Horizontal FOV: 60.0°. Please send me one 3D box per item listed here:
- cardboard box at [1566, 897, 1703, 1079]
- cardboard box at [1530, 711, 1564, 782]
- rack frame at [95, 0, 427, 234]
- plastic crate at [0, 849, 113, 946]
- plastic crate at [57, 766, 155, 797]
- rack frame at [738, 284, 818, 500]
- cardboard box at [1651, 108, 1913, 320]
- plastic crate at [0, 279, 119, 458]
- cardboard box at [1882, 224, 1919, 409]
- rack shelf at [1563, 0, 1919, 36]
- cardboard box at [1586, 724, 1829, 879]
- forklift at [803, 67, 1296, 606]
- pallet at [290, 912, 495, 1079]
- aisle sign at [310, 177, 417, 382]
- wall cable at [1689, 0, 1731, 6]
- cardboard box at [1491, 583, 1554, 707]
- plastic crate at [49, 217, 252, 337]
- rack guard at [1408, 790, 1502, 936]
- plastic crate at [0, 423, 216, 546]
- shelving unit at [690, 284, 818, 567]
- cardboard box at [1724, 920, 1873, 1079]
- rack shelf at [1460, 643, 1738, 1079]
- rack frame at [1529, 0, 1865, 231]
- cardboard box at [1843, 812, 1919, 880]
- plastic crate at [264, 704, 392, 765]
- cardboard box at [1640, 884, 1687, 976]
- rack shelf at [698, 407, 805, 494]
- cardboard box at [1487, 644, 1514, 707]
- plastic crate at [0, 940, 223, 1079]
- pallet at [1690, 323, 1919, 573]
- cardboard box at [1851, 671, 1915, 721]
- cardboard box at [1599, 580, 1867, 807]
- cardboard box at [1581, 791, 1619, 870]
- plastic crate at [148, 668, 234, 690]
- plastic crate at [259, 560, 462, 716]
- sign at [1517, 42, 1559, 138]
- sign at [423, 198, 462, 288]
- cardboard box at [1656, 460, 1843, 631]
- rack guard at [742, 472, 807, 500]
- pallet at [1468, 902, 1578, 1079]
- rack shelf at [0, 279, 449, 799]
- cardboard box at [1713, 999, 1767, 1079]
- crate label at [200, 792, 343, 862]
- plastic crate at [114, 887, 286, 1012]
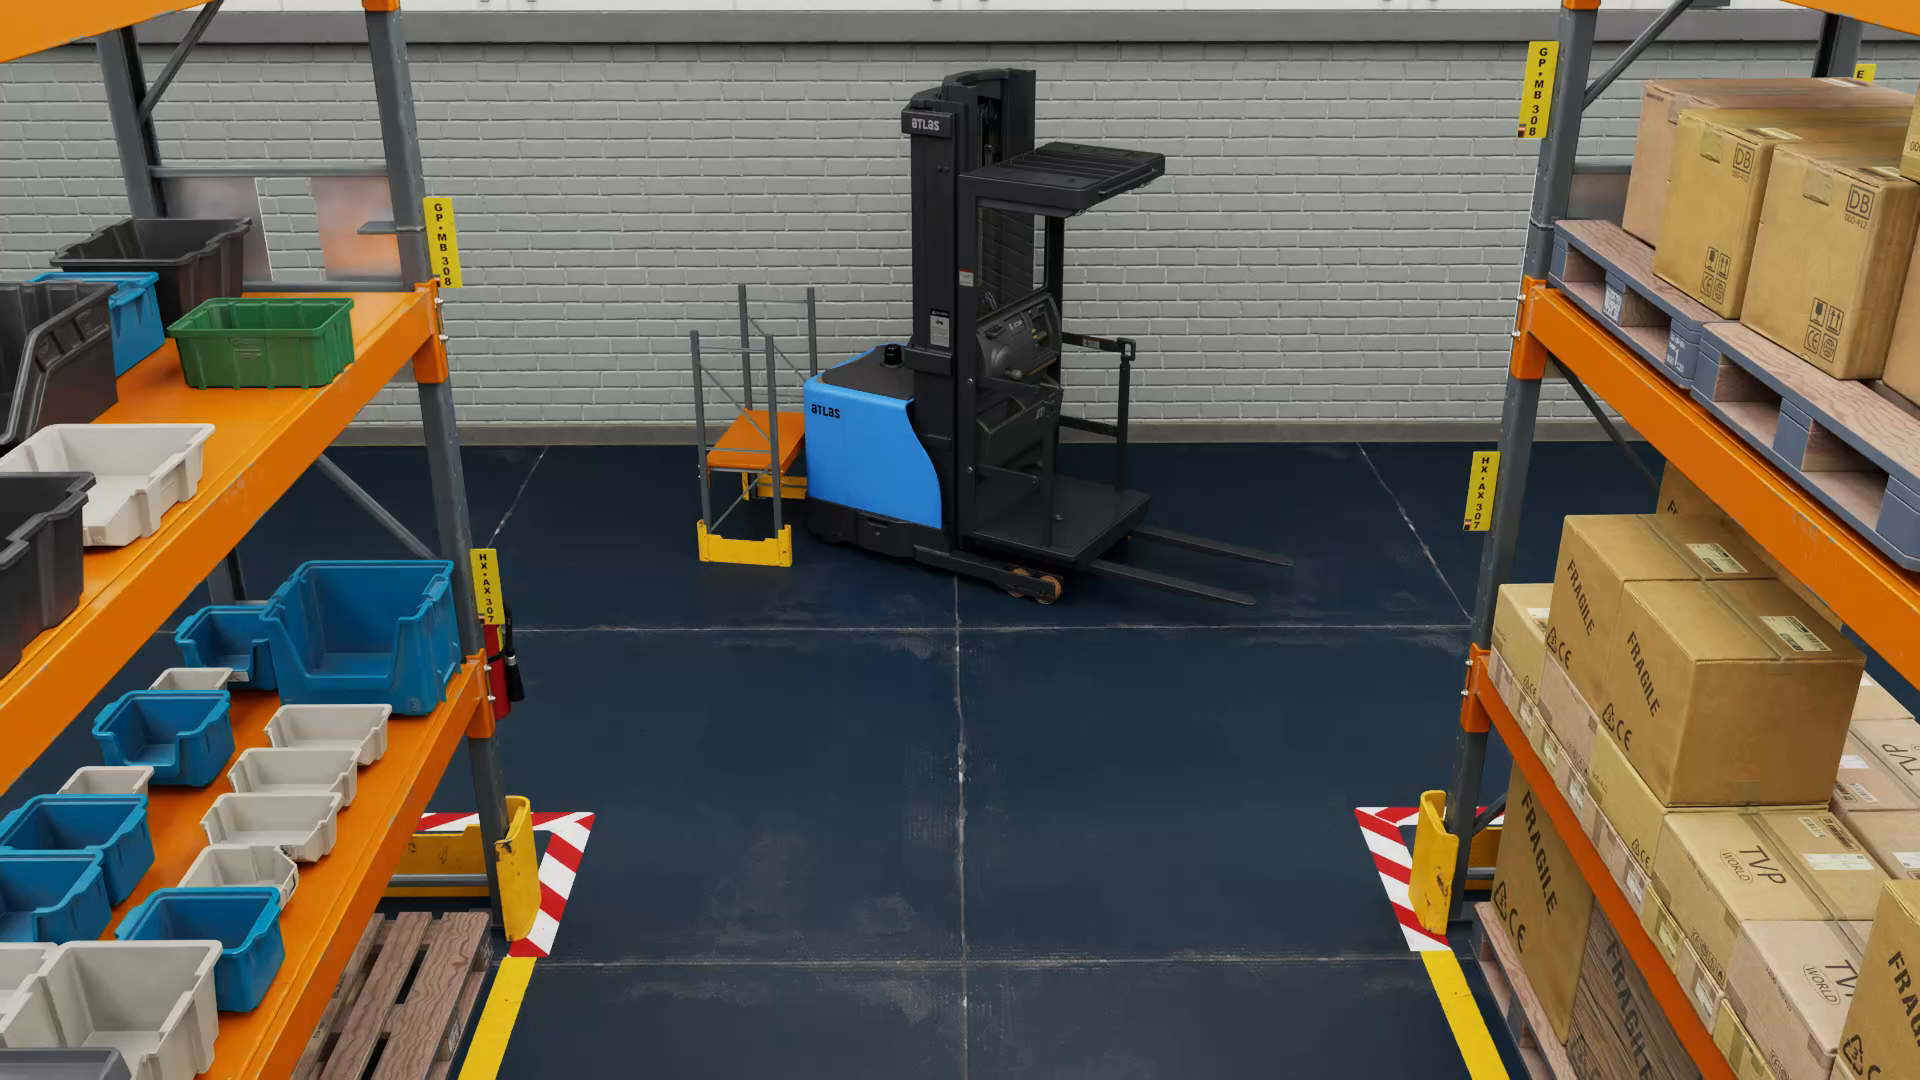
[{"bbox_3d":[2.651,1.660,5.508,0.875,0.875,0.875,0,24,-1],"label":"cardboard box"},{"bbox_3d":[2.236,0.718,5.826,0.380,0.149,0.250,-1,24,-2],"label":"cardboard box"},{"bbox_3d":[-2.398,-2.466,5.283,1.000,3.000,0.127,0,24,-1],"label":"rack frame"},{"bbox_3d":[-2.707,1.086,4.840,0.416,0.233,0.300,0,24,-1],"label":"plastic crate"},{"bbox_3d":[-2.797,0.875,5.422,0.250,0.136,0.298,0,24,-1],"label":"plastic crate"},{"bbox_3d":[-1.187,-0.956,11.044,0.500,1.500,0.032,4,25,8],"label":"rack frame"},{"bbox_3d":[2.499,-0.958,4.835,0.700,0.500,0.500,-1,24,-2],"label":"cardboard box"},{"bbox_3d":[-2.657,-0.440,4.519,0.504,0.338,0.767,0,24,-1],"label":"plastic crate"},{"bbox_3d":[2.664,-0.516,3.858,0.700,0.500,0.500,1,24,2],"label":"cardboard box"},{"bbox_3d":[2.576,-1.154,3.740,1.077,0.370,4.000,0,24,-1],"label":"rack shelf"},{"bbox_3d":[2.304,0.798,5.166,0.500,0.250,0.500,-1,24,-2],"label":"cardboard box"},{"bbox_3d":[0.534,-1.203,9.854,3.031,2.935,1.130,14,28,28],"label":"forklift"},{"bbox_3d":[-2.428,1.878,6.342,1.003,0.211,1.213,0,24,-1],"label":"pallet"},{"bbox_3d":[-2.106,-0.948,6.052,0.394,0.787,0.004,0,24,-1],"label":"aisle sign"},{"bbox_3d":[5.939,-6.300,9.855,2.277,5.999,0.120,0,24,-1],"label":"wall cable"},{"bbox_3d":[2.290,0.377,6.098,0.500,0.250,0.500,-1,24,-2],"label":"cardboard box"},{"bbox_3d":[-2.673,-0.880,5.574,0.497,0.269,0.590,0,24,-1],"label":"plastic crate"},{"bbox_3d":[2.554,1.374,7.105,1.175,0.500,0.348,0,24,-1],"label":"rack guard"},{"bbox_3d":[-2.128,-0.129,4.075,0.437,0.136,0.530,0,24,-1],"label":"plastic crate"},{"bbox_3d":[-1.267,-0.753,10.595,0.587,1.500,1.083,4,25,8],"label":"shelving unit"},{"bbox_3d":[2.317,1.222,4.230,0.500,0.250,0.500,0,24,1],"label":"cardboard box"},{"bbox_3d":[2.576,1.397,4.894,1.077,0.370,4.000,0,24,-1],"label":"rack shelf"},{"bbox_3d":[2.554,-2.488,5.332,1.000,3.000,0.127,0,24,-1],"label":"rack frame"},{"bbox_3d":[2.845,1.010,4.699,0.500,0.250,0.500,0,24,0],"label":"cardboard box"},{"bbox_3d":[-2.208,0.695,5.820,0.396,0.136,0.243,0,24,-1],"label":"plastic crate"},{"bbox_3d":[2.246,1.141,4.892,0.380,0.149,0.250,-1,24,-2],"label":"cardboard box"},{"bbox_3d":[-1.268,-0.586,10.661,0.538,0.185,1.000,4,25,8],"label":"rack shelf"},{"bbox_3d":[2.228,0.507,6.293,0.380,0.149,0.250,0,24,0],"label":"cardboard box"},{"bbox_3d":[-2.187,1.312,4.280,0.437,0.282,0.530,0,24,-1],"label":"plastic crate"},{"bbox_3d":[2.589,-0.272,4.178,1.003,0.211,1.213,0,24,-1],"label":"pallet"},{"bbox_3d":[2.830,0.585,5.637,0.500,0.250,0.500,-1,24,-1],"label":"cardboard box"},{"bbox_3d":[2.307,0.455,5.016,0.500,0.500,0.500,-1,24,-2],"label":"cardboard box"},{"bbox_3d":[2.241,0.931,5.357,0.380,0.149,0.250,-1,24,-2],"label":"cardboard box"},{"bbox_3d":[-2.804,0.596,6.040,0.250,0.136,0.298,0,24,-1],"label":"plastic crate"},{"bbox_3d":[-2.208,0.361,6.196,0.616,0.435,0.499,0,24,-1],"label":"plastic crate"},{"bbox_3d":[1.999,-1.556,5.754,0.100,0.325,0.005,0,24,-1],"label":"sign"},{"bbox_3d":[-1.849,-1.061,5.943,0.100,0.325,0.005,0,24,-1],"label":"sign"},{"bbox_3d":[2.822,0.036,5.942,0.500,0.500,0.500,0,24,0],"label":"cardboard box"},{"bbox_3d":[-1.187,-0.386,11.300,0.587,0.250,0.087,4,25,8],"label":"rack guard"},{"bbox_3d":[2.641,1.845,6.415,1.003,0.211,1.213,0,24,-1],"label":"pallet"},{"bbox_3d":[-2.377,0.052,4.227,1.077,0.370,4.000,0,24,-1],"label":"rack shelf"},{"bbox_3d":[2.253,1.354,4.421,0.380,0.149,0.250,-1,24,-1],"label":"cardboard box"},{"bbox_3d":[-2.192,0.929,5.302,0.396,0.136,0.243,0,24,-1],"label":"crate label"},{"bbox_3d":[-2.120,1.161,4.673,0.416,0.233,0.300,0,24,-1],"label":"plastic crate"}]
